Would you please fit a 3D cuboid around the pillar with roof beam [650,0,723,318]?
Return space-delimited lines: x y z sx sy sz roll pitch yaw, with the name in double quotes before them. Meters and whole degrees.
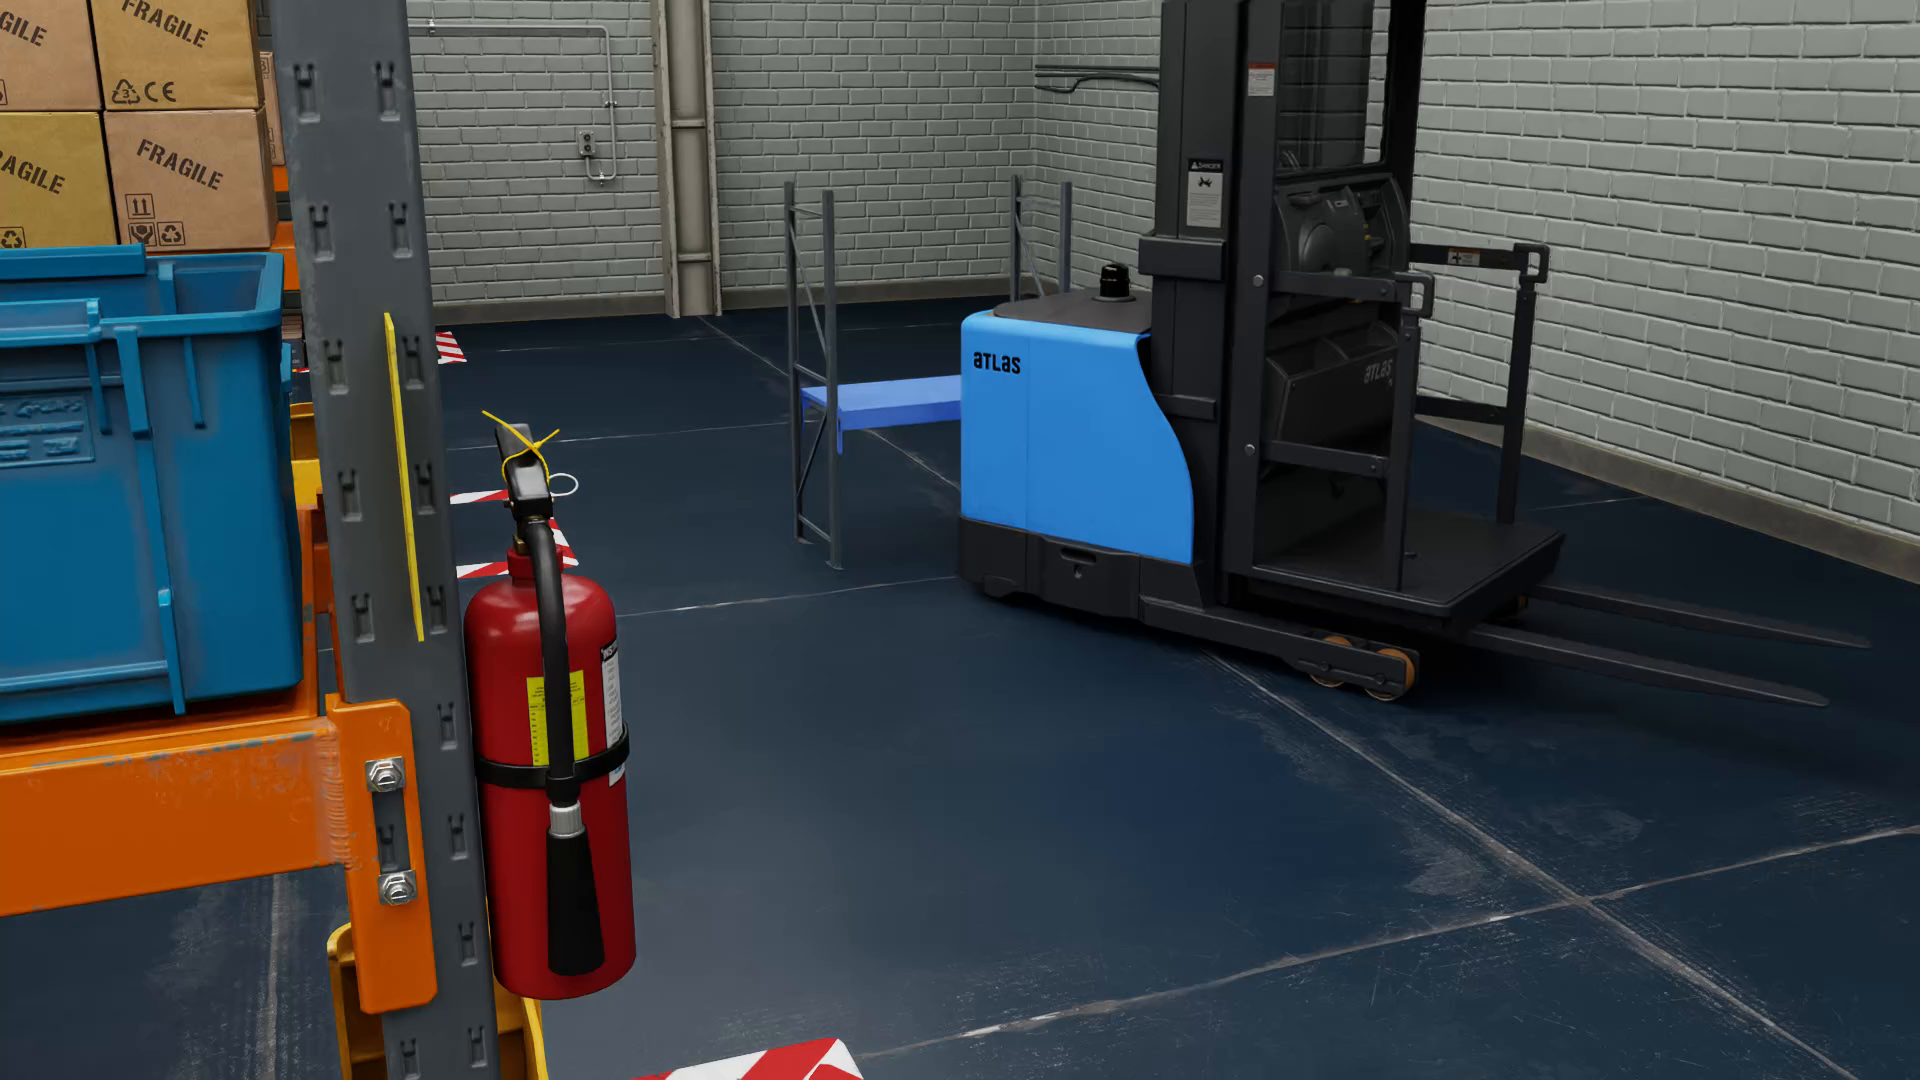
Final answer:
"pillar with roof beam" -0.573 -4.980 8.087 0.400 9.000 9.100 -6 17 -20

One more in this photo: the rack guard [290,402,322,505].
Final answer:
"rack guard" -2.621 -0.225 6.976 0.348 0.500 1.175 -6 17 -20

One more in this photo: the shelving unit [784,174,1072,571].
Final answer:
"shelving unit" -0.130 -0.722 6.894 1.048 1.500 0.538 -7 18 -23

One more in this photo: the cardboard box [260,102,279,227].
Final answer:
"cardboard box" -3.058 -1.504 6.720 0.500 0.500 0.500 -6 17 -19

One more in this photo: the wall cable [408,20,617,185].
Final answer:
"wall cable" -3.468 -3.600 12.231 1.851 1.984 0.084 -6 17 -20

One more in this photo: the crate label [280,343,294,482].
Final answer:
"crate label" -1.129 -0.138 2.436 0.303 0.233 0.416 -6 17 -20

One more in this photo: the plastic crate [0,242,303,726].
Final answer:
"plastic crate" -1.026 -0.091 1.915 0.499 0.435 0.616 -6 17 -20

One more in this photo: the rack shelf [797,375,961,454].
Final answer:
"rack shelf" -0.130 -0.549 6.944 1.000 0.185 0.538 -7 18 -23

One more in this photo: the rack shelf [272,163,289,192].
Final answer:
"rack shelf" -6.193 -2.188 10.502 4.000 0.370 1.077 -6 17 -20

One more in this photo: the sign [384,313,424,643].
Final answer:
"sign" -0.569 -0.063 1.701 0.005 0.325 0.100 -6 17 -20

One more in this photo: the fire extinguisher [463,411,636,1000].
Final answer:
"fire extinguisher" -0.477 0.192 1.919 0.183 0.674 0.296 -6 17 -20

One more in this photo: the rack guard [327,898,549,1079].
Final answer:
"rack guard" -0.763 1.065 2.583 0.348 0.500 1.175 -6 17 -20

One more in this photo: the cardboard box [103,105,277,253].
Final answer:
"cardboard box" -2.870 -1.363 6.238 0.500 0.500 0.500 -6 17 -18

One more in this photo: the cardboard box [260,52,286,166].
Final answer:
"cardboard box" -4.798 -2.825 10.861 0.700 0.700 0.980 -5 17 -18

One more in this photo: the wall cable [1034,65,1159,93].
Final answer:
"wall cable" 1.084 -4.600 12.301 0.112 2.526 3.097 -6 17 -20

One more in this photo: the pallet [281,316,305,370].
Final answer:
"pallet" -5.044 -1.296 11.135 1.213 0.211 1.003 -6 17 -20

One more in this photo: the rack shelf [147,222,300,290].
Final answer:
"rack shelf" -4.417 -0.885 6.065 4.000 0.370 1.077 -6 17 -20

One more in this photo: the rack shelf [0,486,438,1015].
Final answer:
"rack shelf" -2.648 0.419 1.626 4.000 0.370 1.077 -6 17 -20

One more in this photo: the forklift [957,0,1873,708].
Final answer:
"forklift" 1.461 -1.058 5.499 3.031 2.935 1.130 12 20 36

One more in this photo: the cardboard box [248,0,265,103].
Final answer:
"cardboard box" -3.058 -1.984 6.579 0.500 0.500 0.500 -6 17 -18

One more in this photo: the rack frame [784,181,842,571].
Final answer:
"rack frame" -0.593 -0.663 6.693 0.032 1.500 0.500 -7 18 -23

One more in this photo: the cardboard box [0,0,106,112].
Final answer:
"cardboard box" -3.338 -1.791 5.922 0.500 0.500 0.500 -6 17 -19

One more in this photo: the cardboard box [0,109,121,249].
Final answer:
"cardboard box" -3.354 -1.310 6.057 0.500 0.500 0.500 -6 17 -20

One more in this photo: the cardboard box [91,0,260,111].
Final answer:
"cardboard box" -2.867 -1.842 6.096 0.500 0.500 0.500 -6 18 -21

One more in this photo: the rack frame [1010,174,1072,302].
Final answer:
"rack frame" 0.333 -0.781 7.094 0.032 1.500 0.500 -7 18 -23
